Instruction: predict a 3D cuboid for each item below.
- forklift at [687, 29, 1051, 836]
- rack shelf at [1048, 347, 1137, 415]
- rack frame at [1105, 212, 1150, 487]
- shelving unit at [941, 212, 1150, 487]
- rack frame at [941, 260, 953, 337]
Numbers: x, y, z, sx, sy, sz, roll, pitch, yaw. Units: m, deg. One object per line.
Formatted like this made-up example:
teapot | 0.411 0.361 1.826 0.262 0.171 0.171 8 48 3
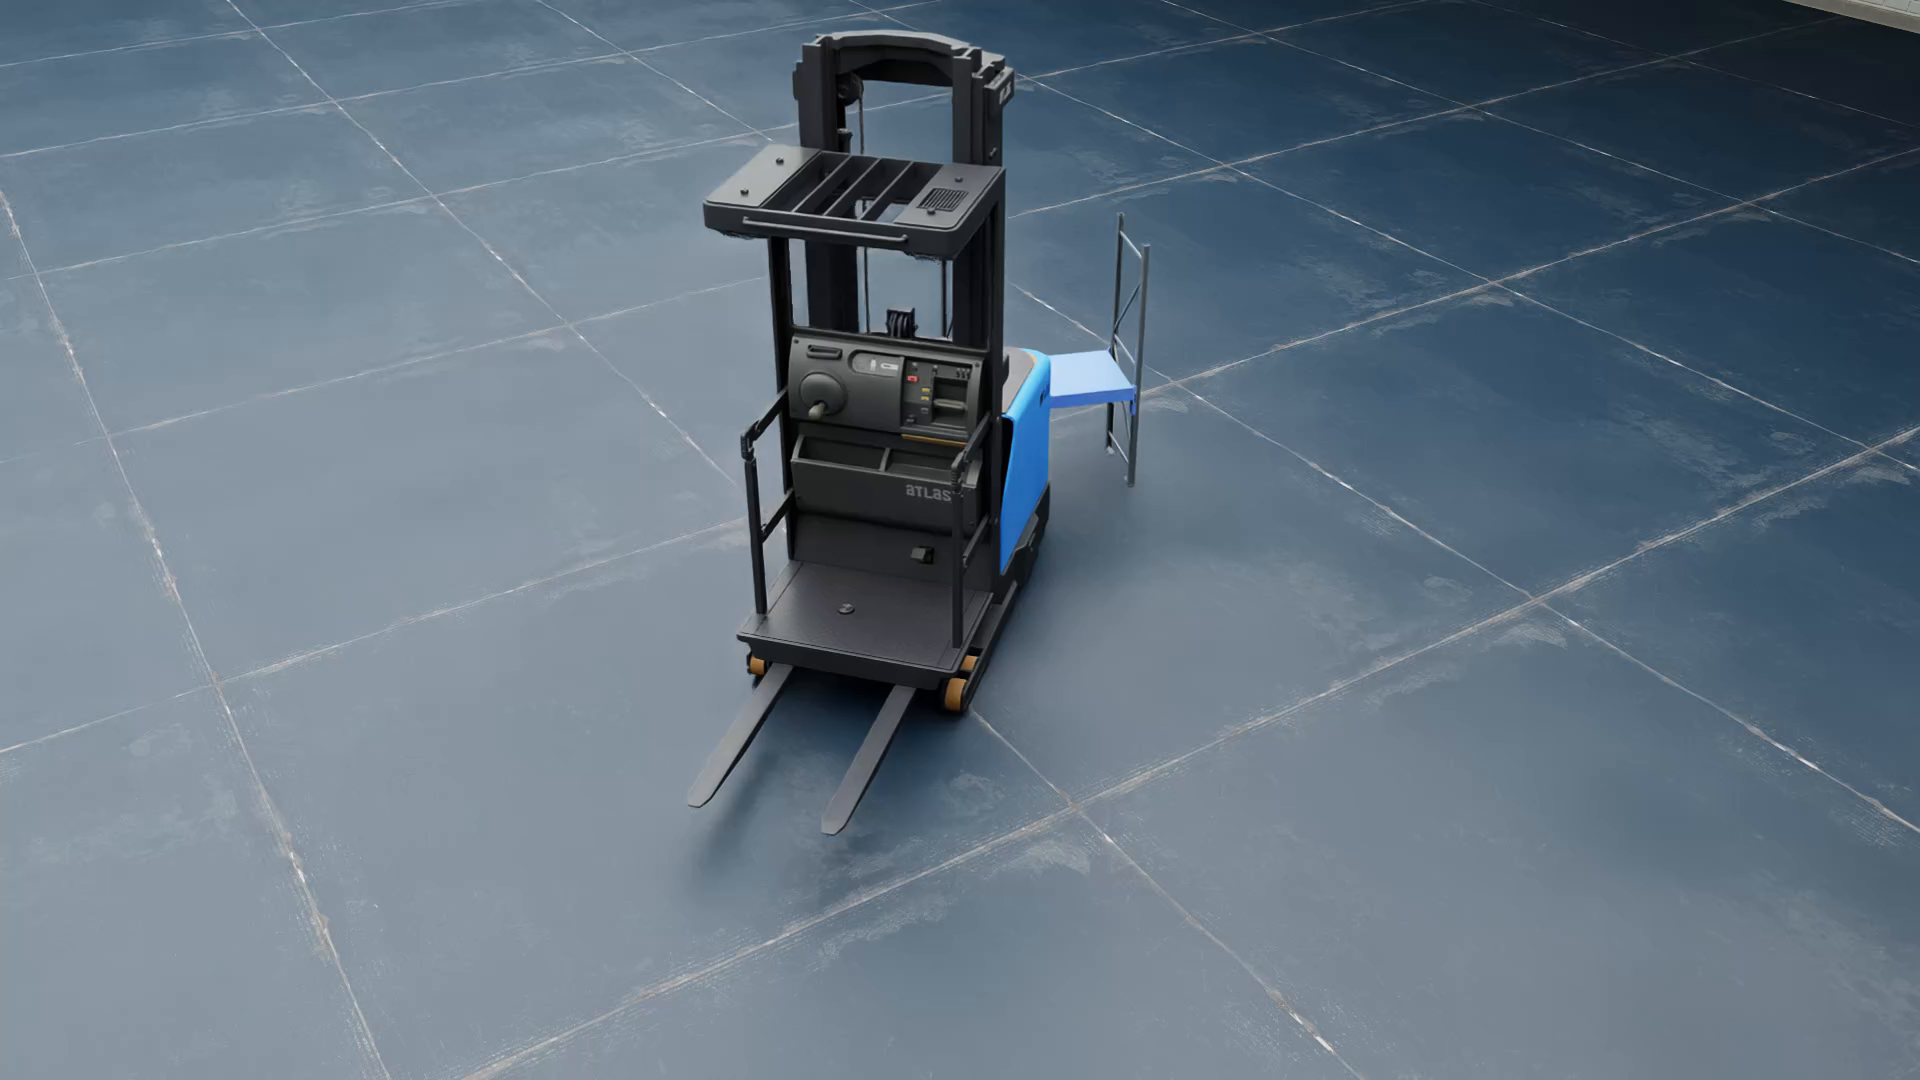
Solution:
forklift | -0.410 -0.653 7.538 1.130 2.935 3.031 9 33 14
rack shelf | 0.457 -0.868 9.557 1.000 0.185 0.538 -7 33 -11
rack frame | 0.953 -1.079 9.555 0.032 1.500 0.500 -7 33 -11
shelving unit | 0.457 -1.020 9.461 1.048 1.500 0.538 -7 33 -11
rack frame | -0.039 -0.961 9.367 0.032 1.500 0.500 -7 33 -11
